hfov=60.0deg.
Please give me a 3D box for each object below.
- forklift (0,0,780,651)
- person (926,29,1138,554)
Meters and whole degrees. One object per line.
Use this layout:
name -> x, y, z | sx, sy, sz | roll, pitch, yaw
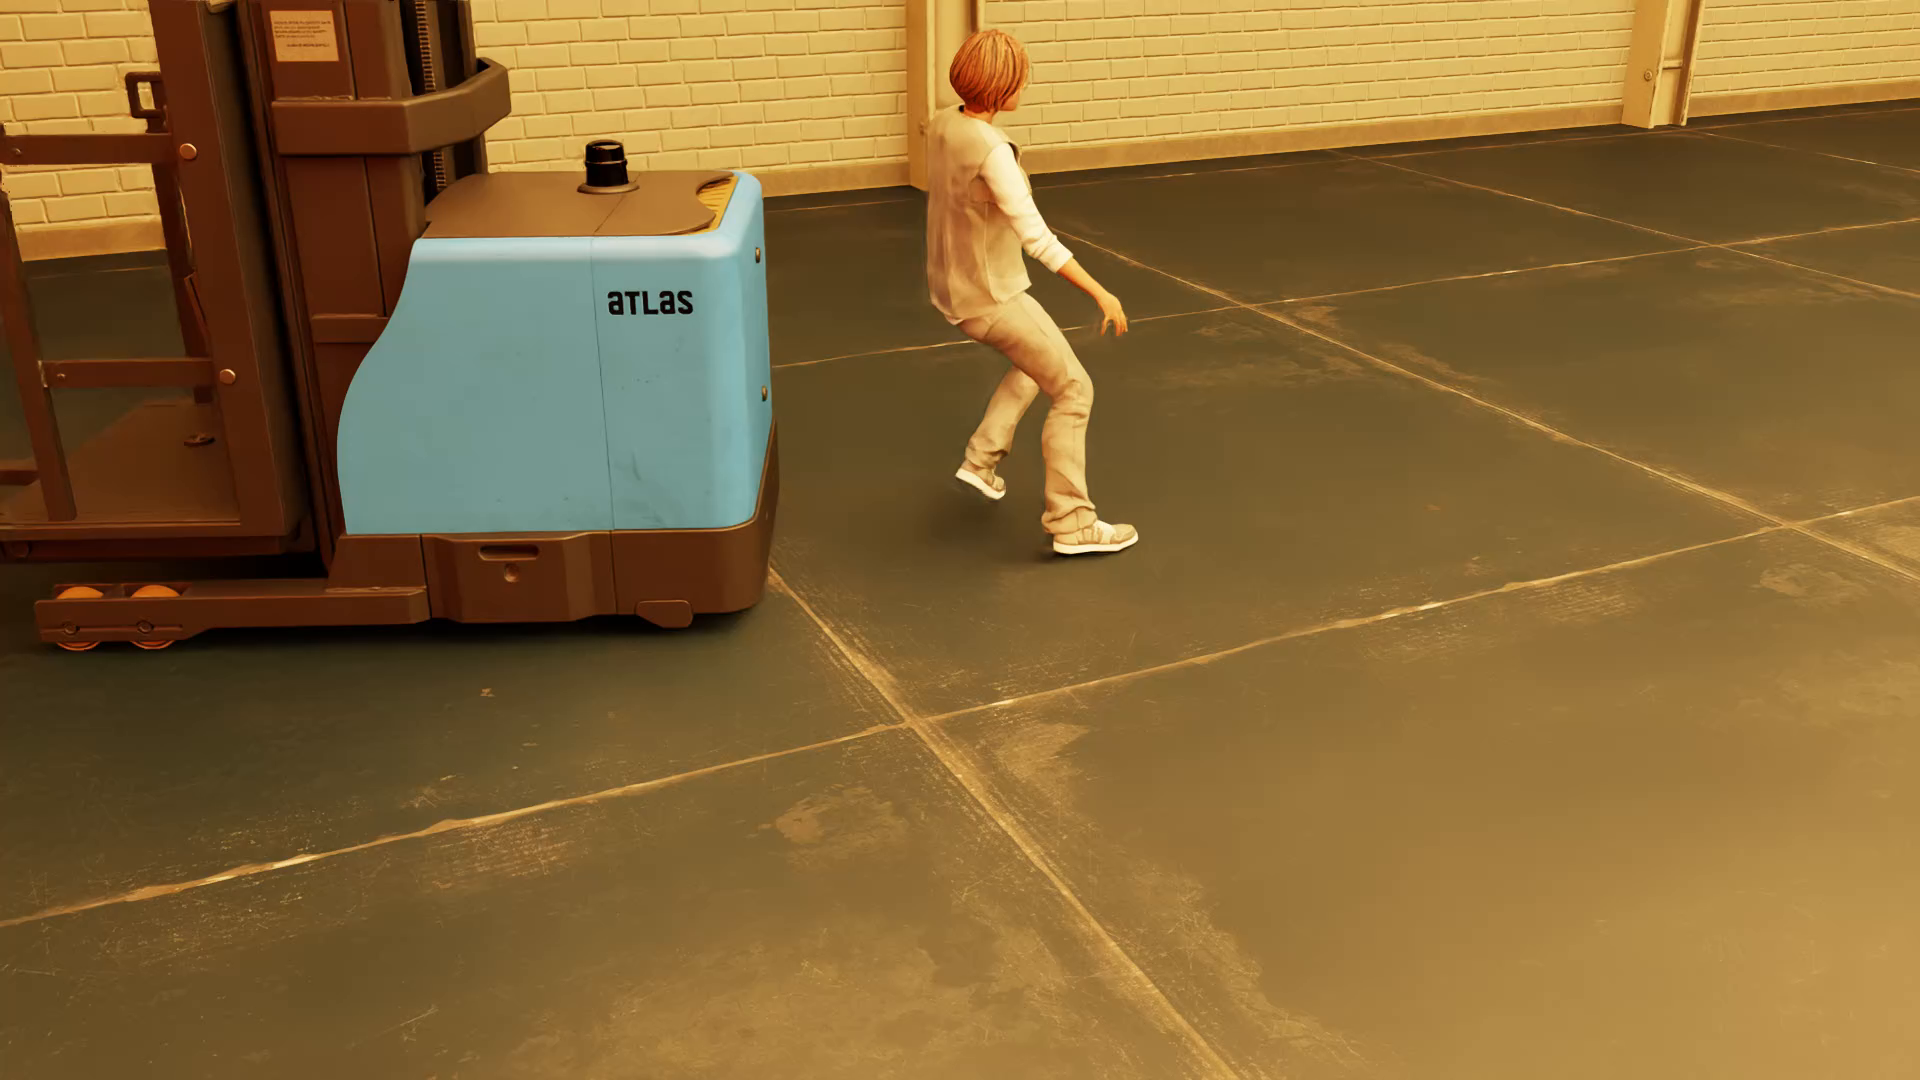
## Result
forklift -> -2.073, -1.268, 4.338 | 3.031, 2.935, 1.130 | -1, 23, -2
person -> 0.194, -0.743, 4.933 | 0.527, 1.494, 0.646 | -8, 24, -19
